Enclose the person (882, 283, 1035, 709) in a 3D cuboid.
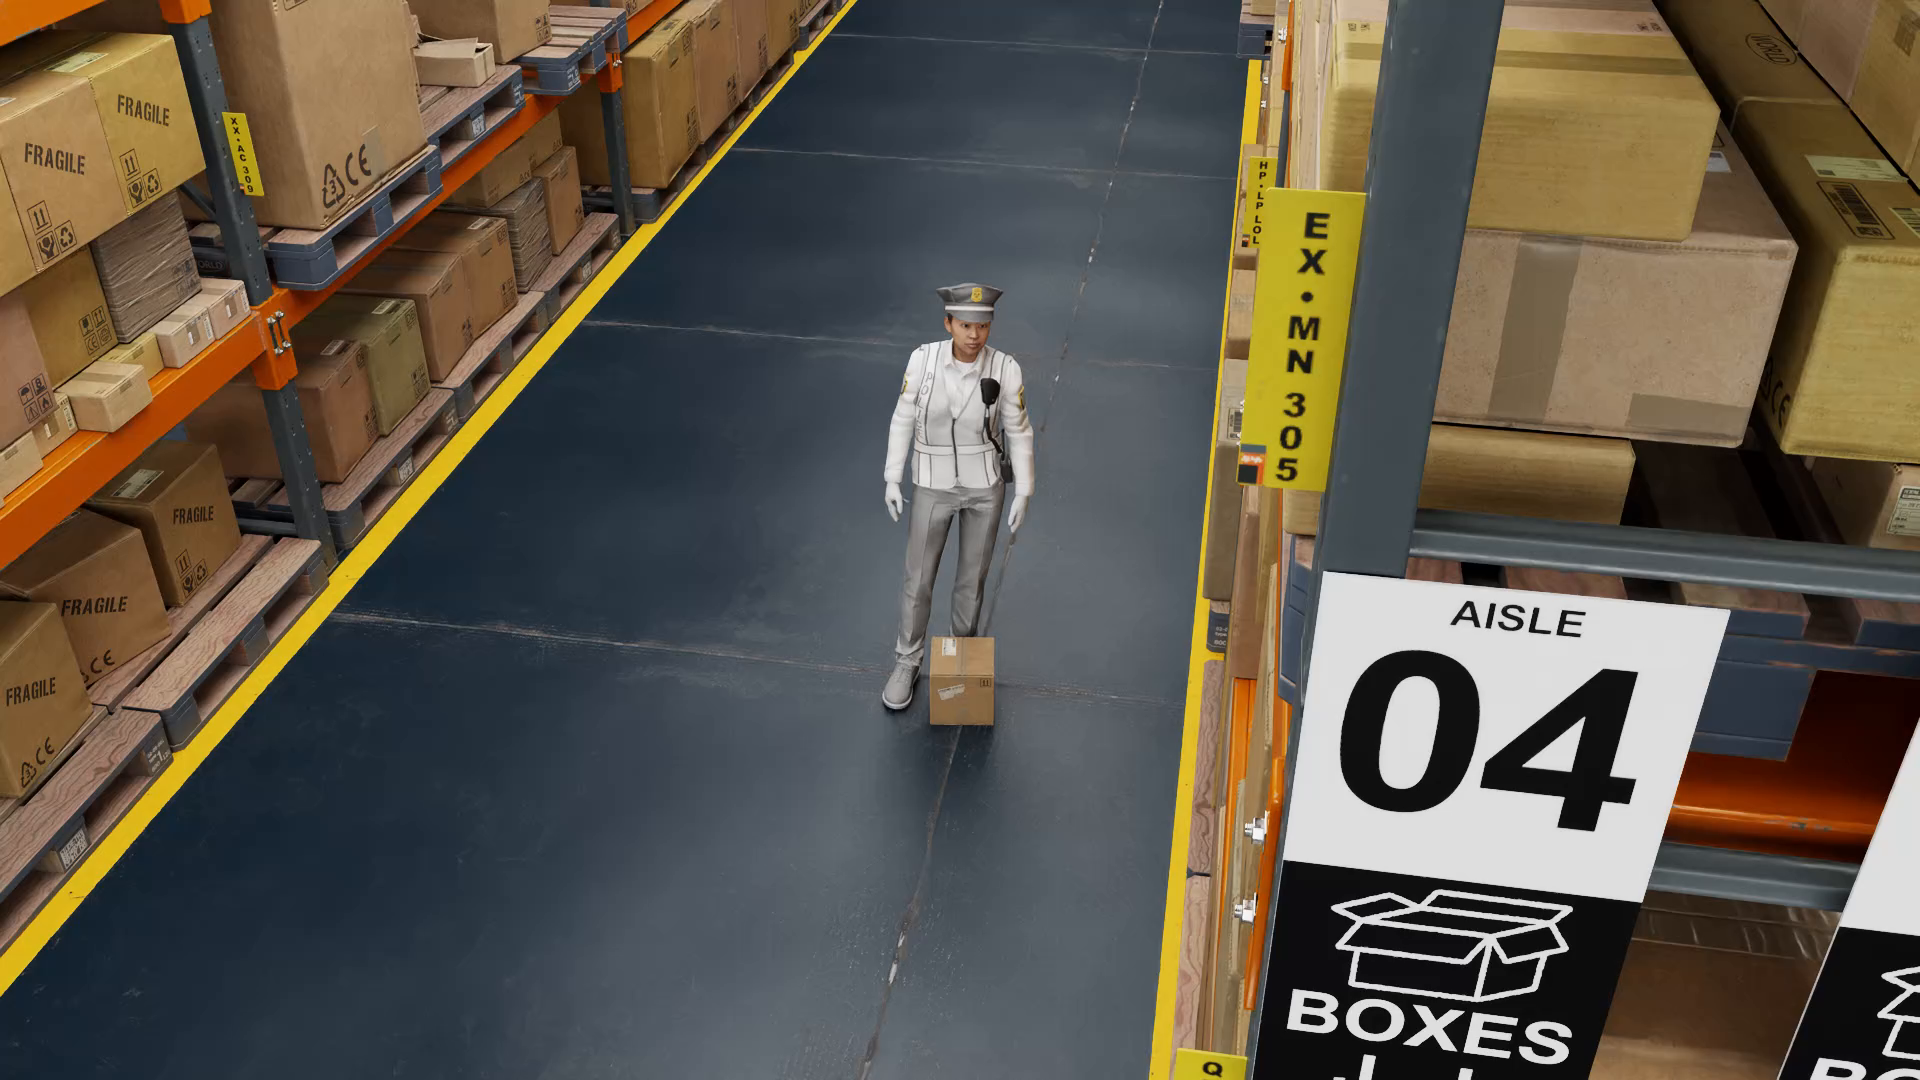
[{"bbox_3d":[-0.009,-0.169,6.355,0.586,1.694,0.531,2,33,2],"label":"person"}]
